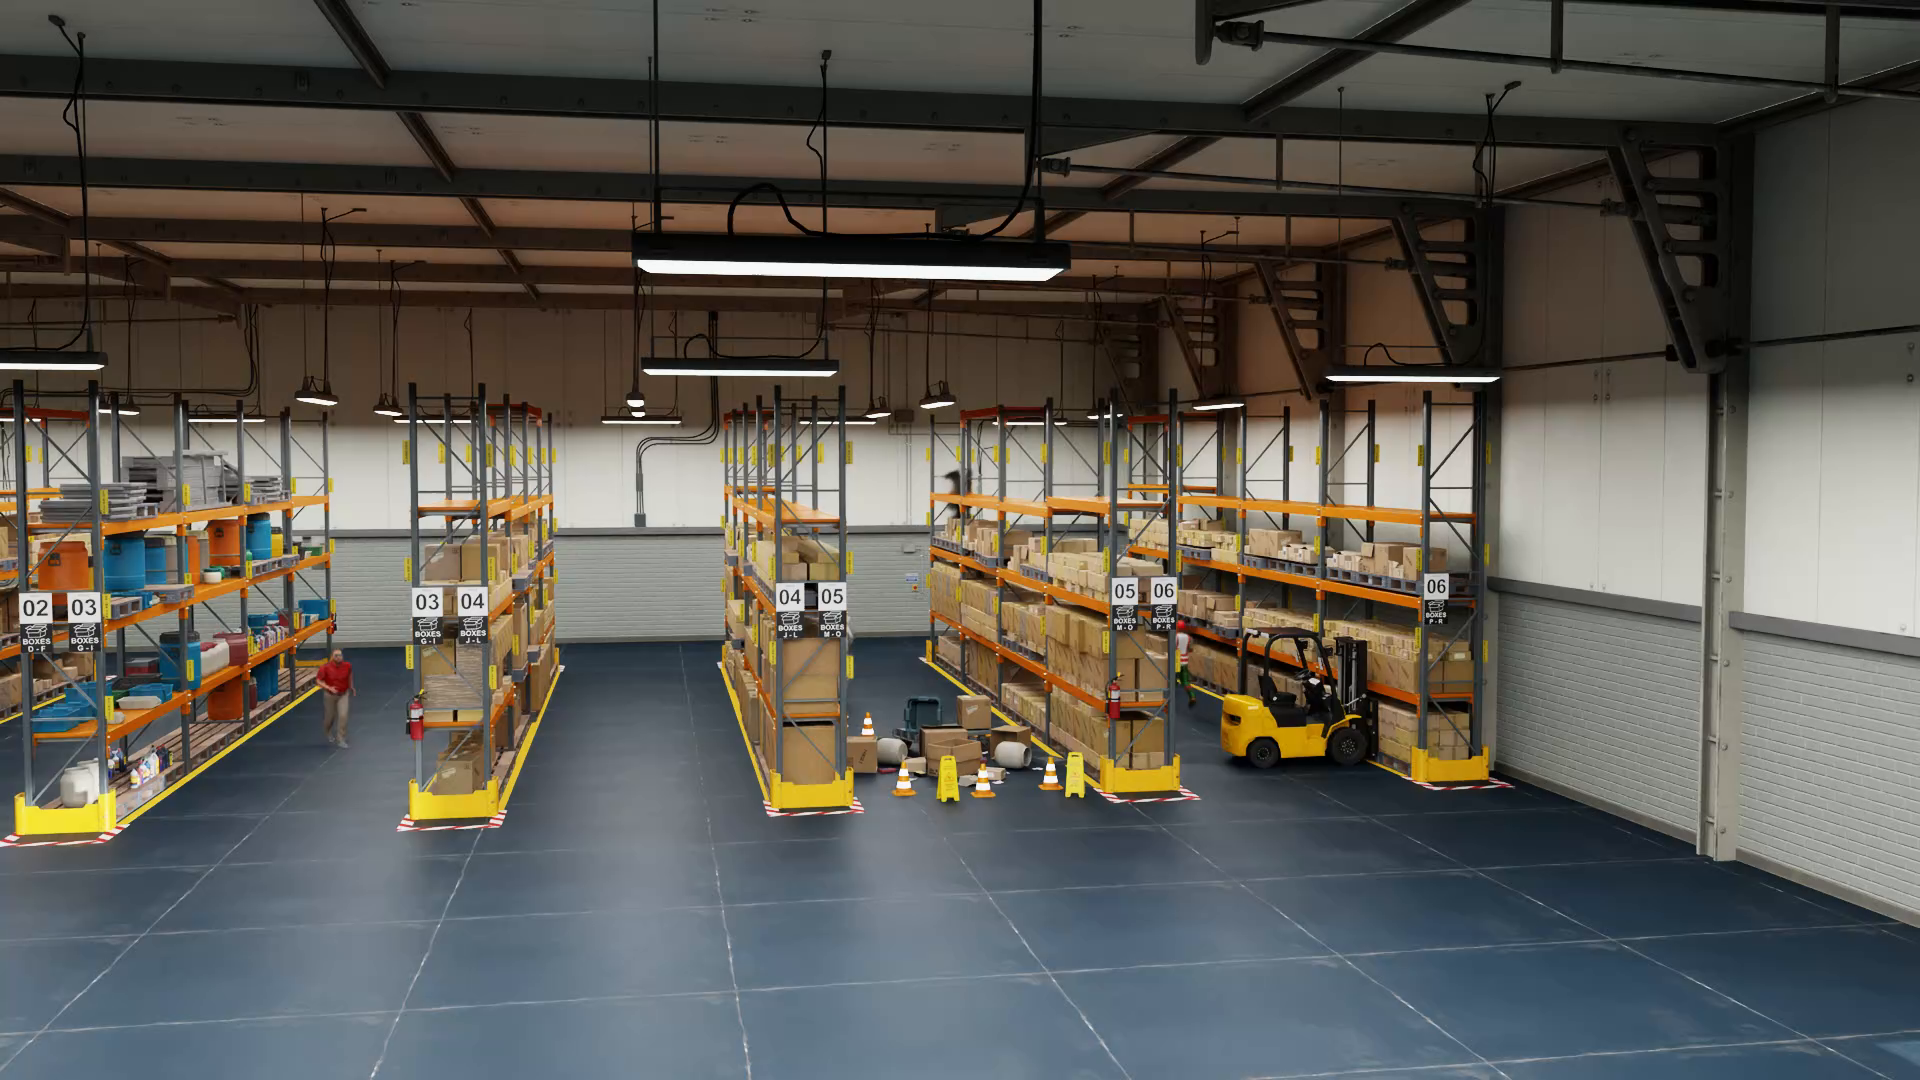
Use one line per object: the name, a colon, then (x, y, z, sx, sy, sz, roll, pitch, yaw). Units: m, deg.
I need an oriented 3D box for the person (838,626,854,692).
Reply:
person: (-2.559, 2.359, 34.798, 0.658, 1.778, 0.849, 0, 3, -6)

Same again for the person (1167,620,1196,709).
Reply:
person: (4.291, 2.440, 32.541, 0.659, 1.765, 1.000, -1, 3, -21)

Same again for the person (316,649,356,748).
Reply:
person: (-10.816, 2.711, 28.729, 0.634, 1.695, 0.908, -2, 3, -33)
